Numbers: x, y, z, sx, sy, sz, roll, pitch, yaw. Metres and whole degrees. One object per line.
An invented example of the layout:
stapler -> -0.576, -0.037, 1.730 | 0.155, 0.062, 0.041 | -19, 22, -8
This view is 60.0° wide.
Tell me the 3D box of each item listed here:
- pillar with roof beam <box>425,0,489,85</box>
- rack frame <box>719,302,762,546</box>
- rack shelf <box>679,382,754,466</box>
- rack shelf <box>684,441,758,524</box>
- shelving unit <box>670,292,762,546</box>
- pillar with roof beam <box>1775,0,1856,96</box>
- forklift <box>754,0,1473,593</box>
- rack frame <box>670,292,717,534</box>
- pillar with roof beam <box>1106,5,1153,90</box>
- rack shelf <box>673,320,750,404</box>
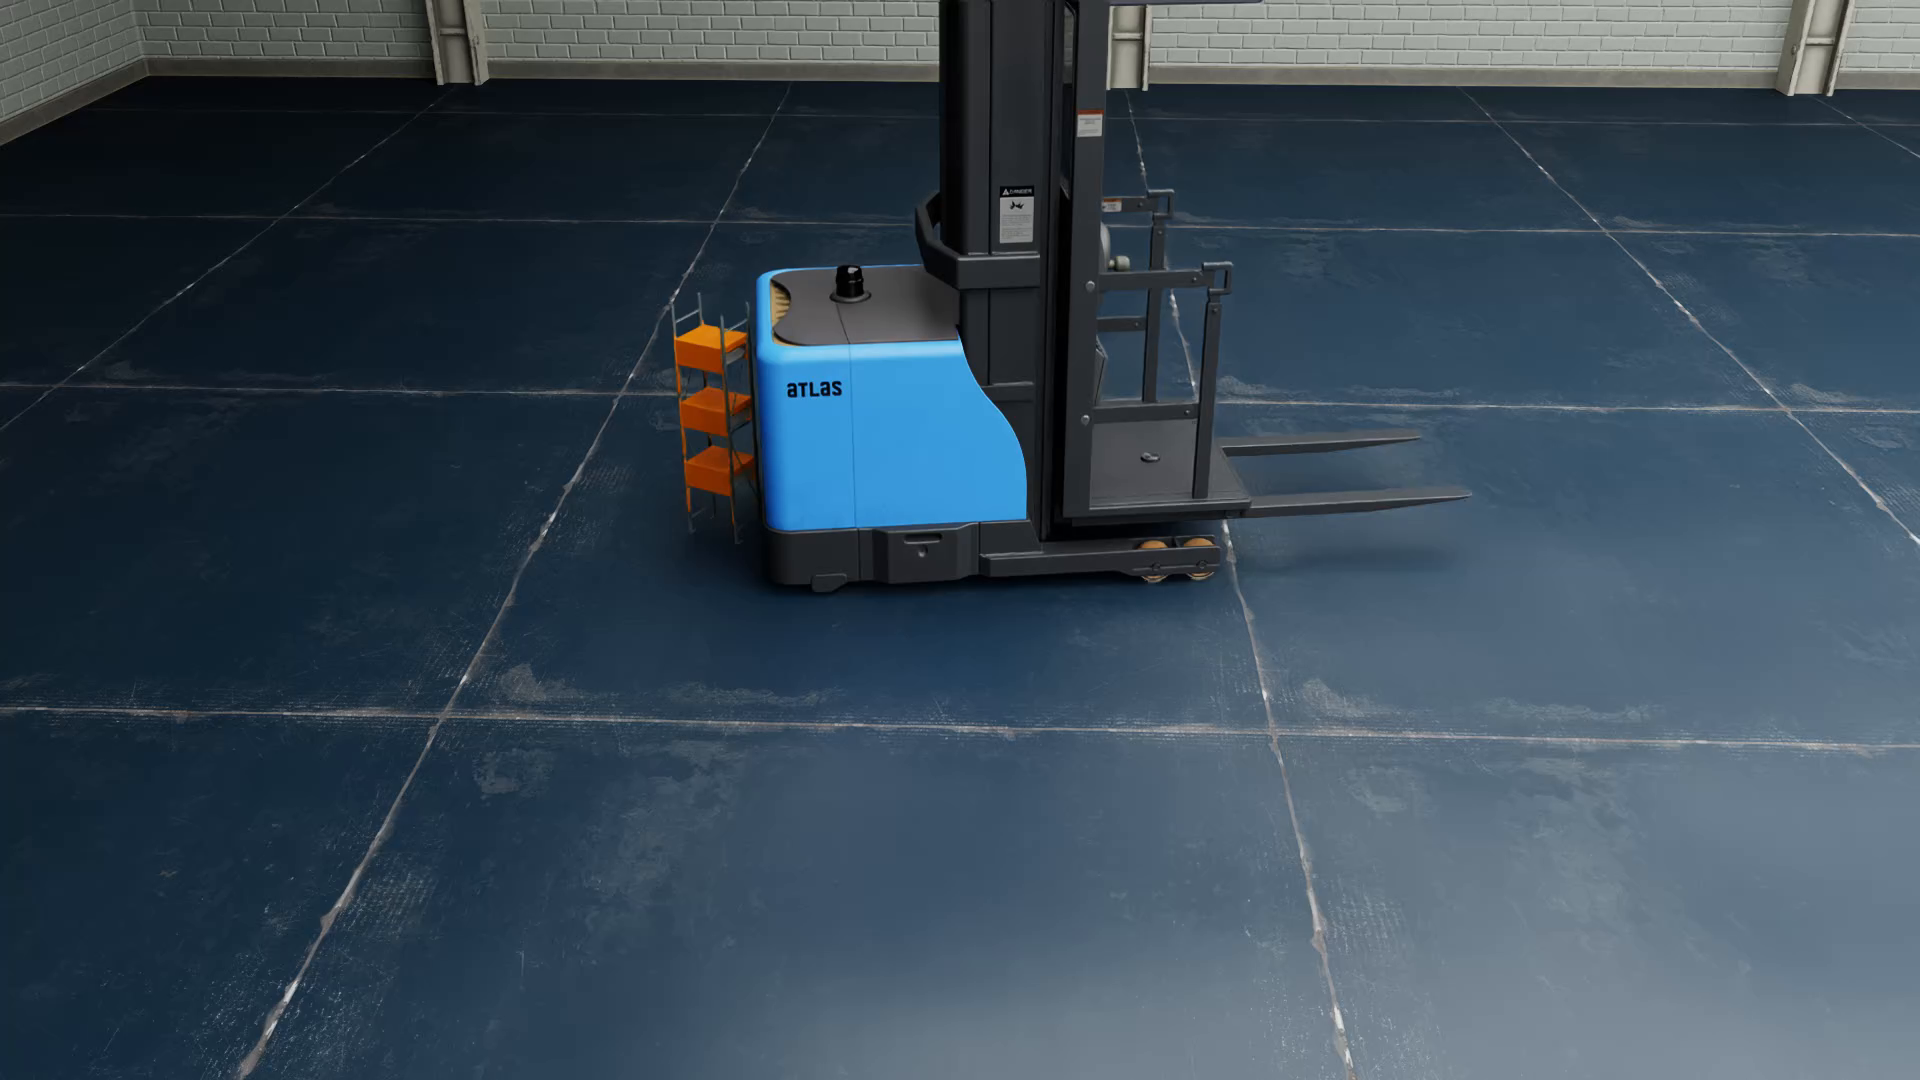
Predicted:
pillar with roof beam -> -4.667, -6.135, 9.216 | 0.400, 9.000, 9.100 | 1, 28, 2
rack frame -> -0.923, -0.478, 7.031 | 0.008, 1.050, 0.200 | 14, 31, 24
rack shelf -> -1.030, -0.496, 7.086 | 0.240, 0.259, 0.215 | 14, 31, 24
rack shelf -> -1.031, -0.250, 7.217 | 0.240, 0.259, 0.215 | 14, 31, 24
shelving unit -> -1.030, -0.505, 7.081 | 0.252, 1.050, 0.215 | 14, 31, 24
pillar with roof beam -> 7.326, -5.937, 8.842 | 0.400, 9.000, 9.100 | 1, 28, 2
forklift -> 0.662, -1.366, 6.698 | 3.031, 2.935, 1.130 | -3, 28, -6
rack frame -> -1.138, -0.532, 7.132 | 0.008, 1.050, 0.200 | 14, 31, 24
pillar with roof beam -> 1.329, -6.036, 9.029 | 0.400, 9.000, 9.100 | 1, 28, 2
rack shelf -> -1.030, -0.746, 6.953 | 0.240, 0.259, 0.215 | 14, 31, 24
